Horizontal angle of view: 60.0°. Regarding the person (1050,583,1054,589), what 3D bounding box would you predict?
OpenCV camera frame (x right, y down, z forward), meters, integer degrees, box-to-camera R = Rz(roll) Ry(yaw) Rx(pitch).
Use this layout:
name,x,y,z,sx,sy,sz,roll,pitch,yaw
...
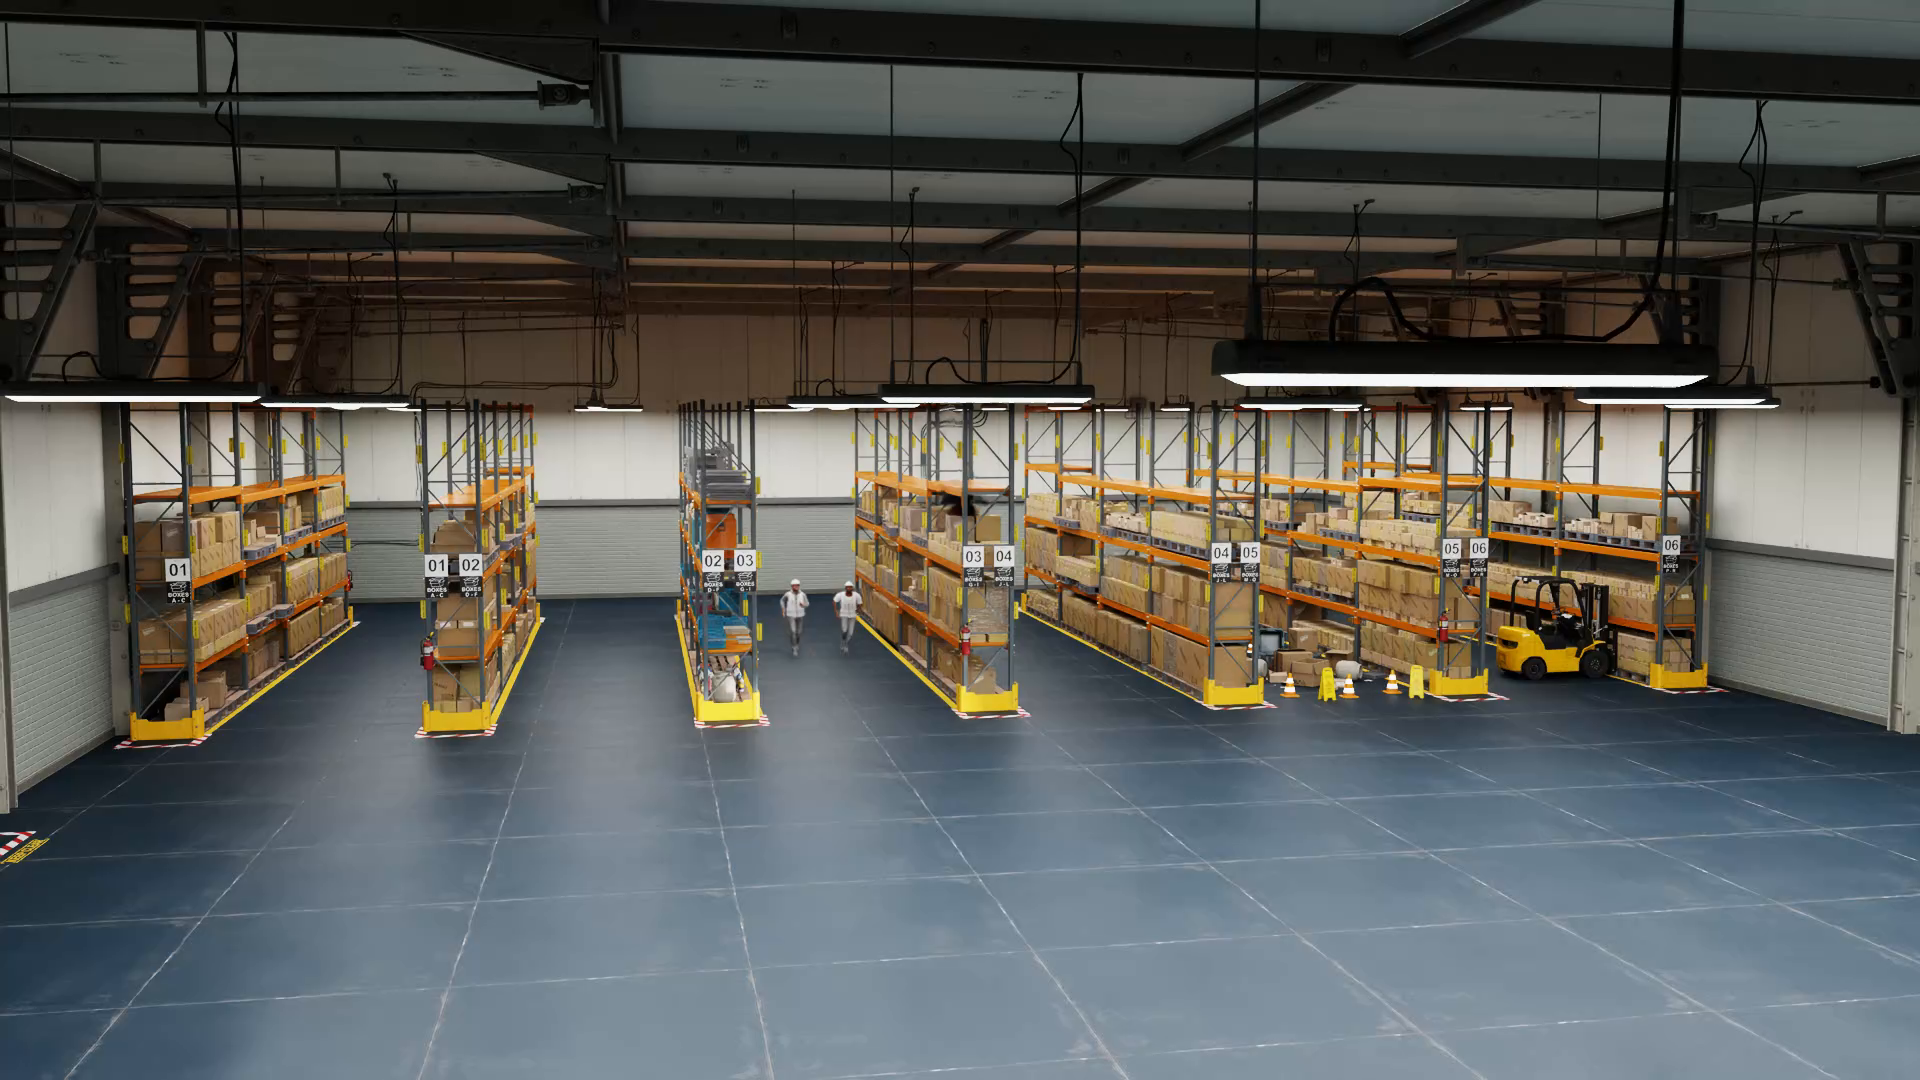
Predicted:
name,x,y,z,sx,sy,sz,roll,pitch,yaw
person,2.911,1.123,49.649,0.640,1.724,0.706,2,5,22

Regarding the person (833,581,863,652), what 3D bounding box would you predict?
name,x,y,z,sx,sy,sz,roll,pitch,yaw
person,-2.676,1.844,39.868,0.694,1.717,0.638,-1,4,-12

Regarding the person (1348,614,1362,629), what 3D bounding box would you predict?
name,x,y,z,sx,sy,sz,roll,pitch,yaw
person,10.167,1.695,42.567,0.621,1.663,0.495,-1,4,-14

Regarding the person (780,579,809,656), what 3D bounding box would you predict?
name,x,y,z,sx,sy,sz,roll,pitch,yaw
person,-3.917,1.823,39.601,0.644,1.785,0.904,-1,5,-19
